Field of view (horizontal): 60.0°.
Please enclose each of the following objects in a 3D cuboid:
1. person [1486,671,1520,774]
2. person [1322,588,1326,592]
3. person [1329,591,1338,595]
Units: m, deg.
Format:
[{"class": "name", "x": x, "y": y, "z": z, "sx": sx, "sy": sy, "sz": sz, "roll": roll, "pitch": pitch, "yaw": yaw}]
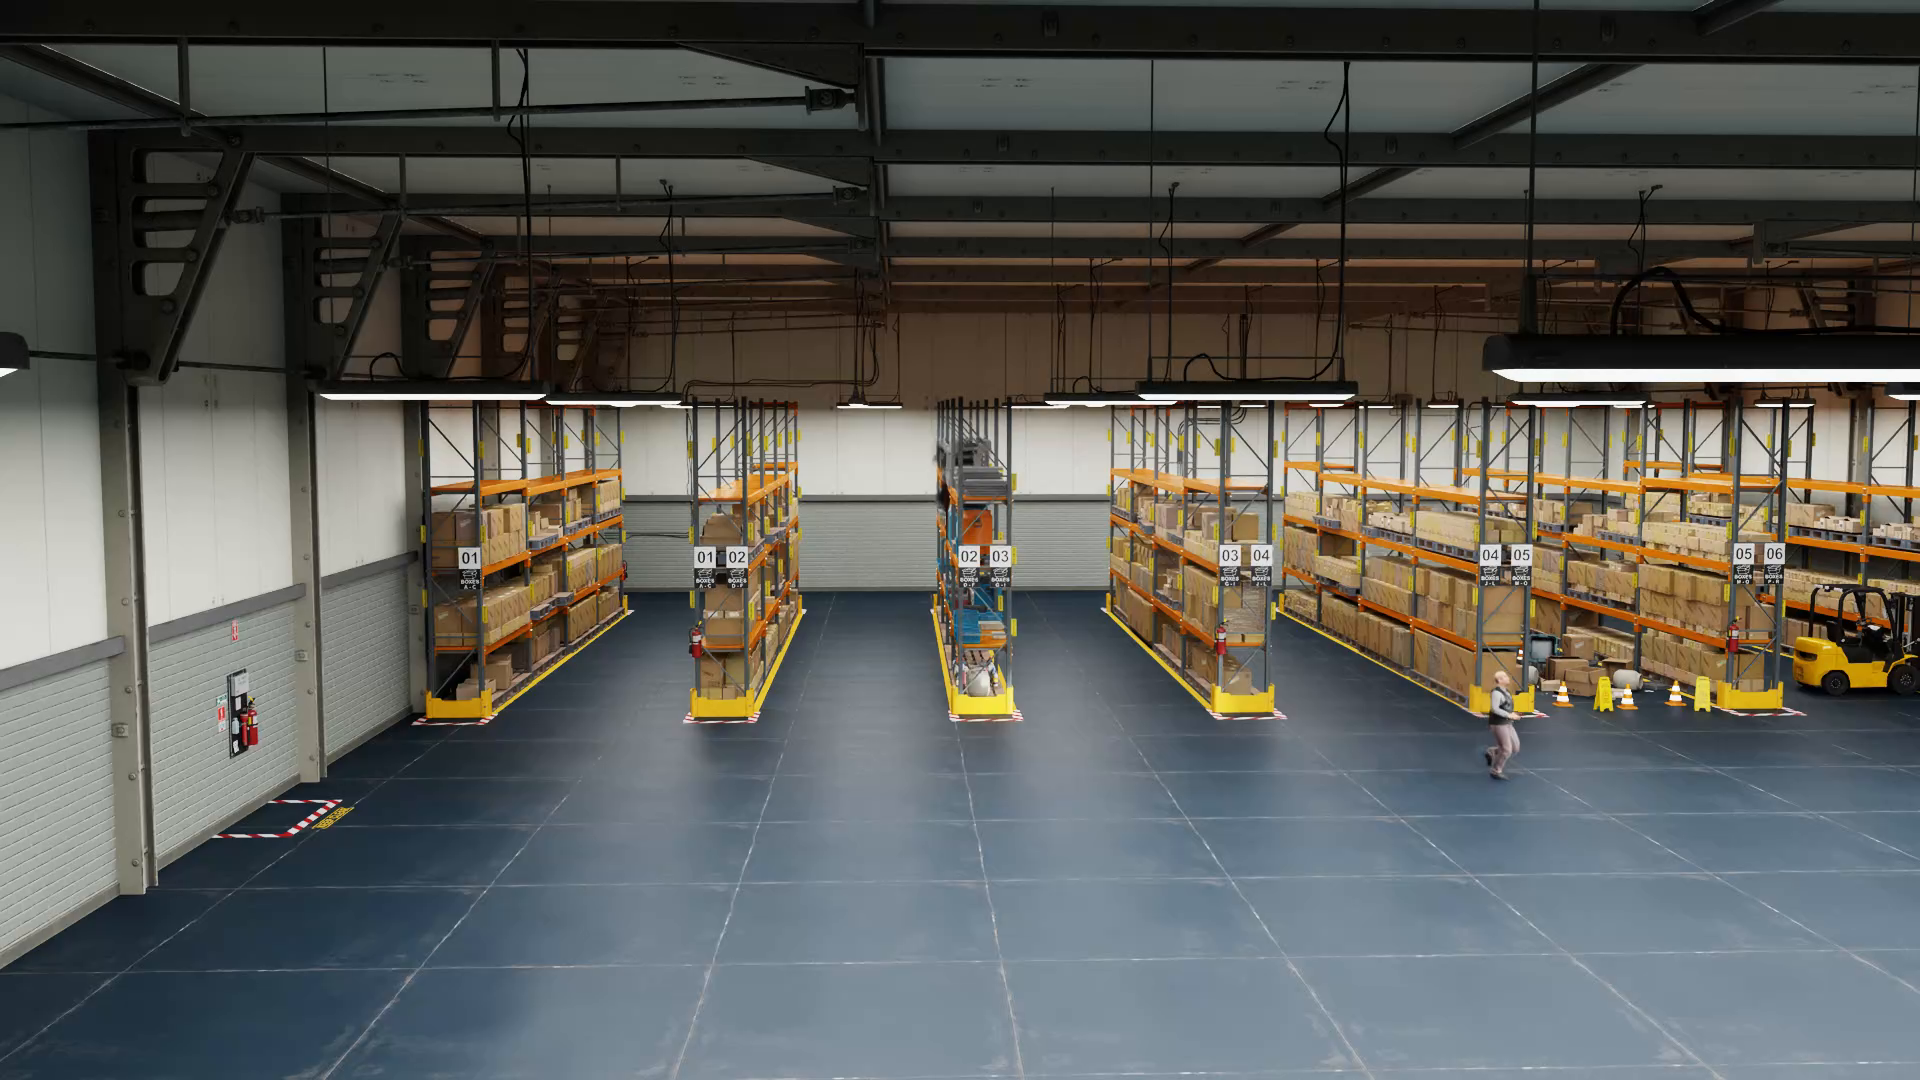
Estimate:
[{"class": "person", "x": 8.466, "y": 2.852, "z": 25.901, "sx": 0.550, "sy": 1.623, "sz": 0.680, "roll": 3, "pitch": 5, "yaw": 32}, {"class": "person", "x": 10.648, "y": 1.175, "z": 48.763, "sx": 0.682, "sy": 1.418, "sz": 0.575, "roll": 3, "pitch": 6, "yaw": 37}, {"class": "person", "x": 10.942, "y": 1.355, "z": 48.354, "sx": 0.597, "sy": 1.311, "sz": 0.484, "roll": -3, "pitch": 5, "yaw": -31}]
